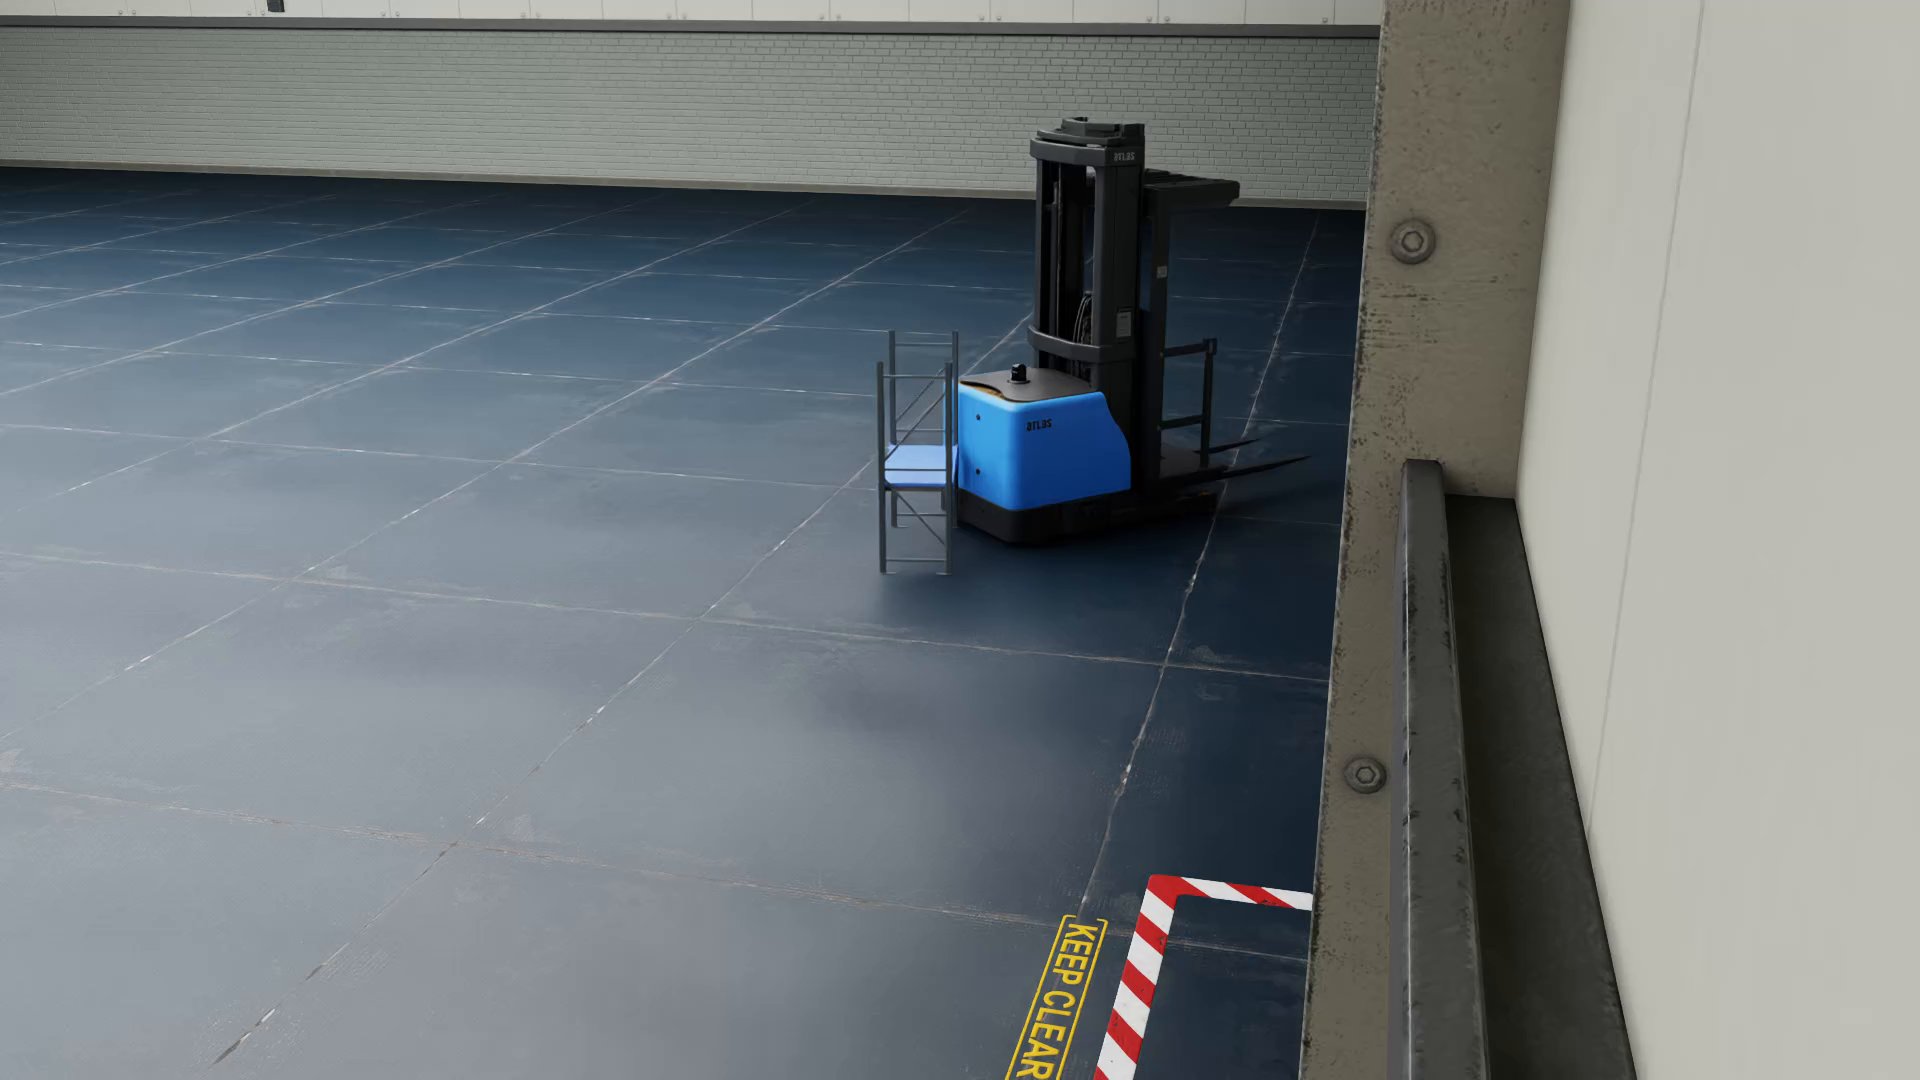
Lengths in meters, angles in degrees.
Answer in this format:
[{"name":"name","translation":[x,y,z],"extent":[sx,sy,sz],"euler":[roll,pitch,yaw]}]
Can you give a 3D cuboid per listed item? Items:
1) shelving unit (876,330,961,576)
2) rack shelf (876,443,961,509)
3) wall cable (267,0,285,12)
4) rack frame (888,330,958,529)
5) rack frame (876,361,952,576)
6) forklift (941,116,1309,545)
[{"name":"shelving unit","translation":[-0.284,-0.634,11.723],"extent":[0.538,1.500,1.048],"euler":[1,19,2]},{"name":"rack shelf","translation":[-0.284,-0.464,11.781],"extent":[0.538,0.185,1.000],"euler":[1,19,2]},{"name":"wall cable","translation":[-12.566,-13.216,31.698],"extent":[2.305,6.003,0.169],"euler":[5,19,13]},{"name":"rack frame","translation":[-0.265,-0.798,12.204],"extent":[0.500,1.500,0.032],"euler":[1,19,2]},{"name":"rack frame","translation":[-0.303,-0.470,11.242],"extent":[0.500,1.500,0.032],"euler":[1,19,2]},{"name":"forklift","translation":[1.376,-1.690,12.600],"extent":[3.031,2.935,1.130],"euler":[-11,22,-30]}]
